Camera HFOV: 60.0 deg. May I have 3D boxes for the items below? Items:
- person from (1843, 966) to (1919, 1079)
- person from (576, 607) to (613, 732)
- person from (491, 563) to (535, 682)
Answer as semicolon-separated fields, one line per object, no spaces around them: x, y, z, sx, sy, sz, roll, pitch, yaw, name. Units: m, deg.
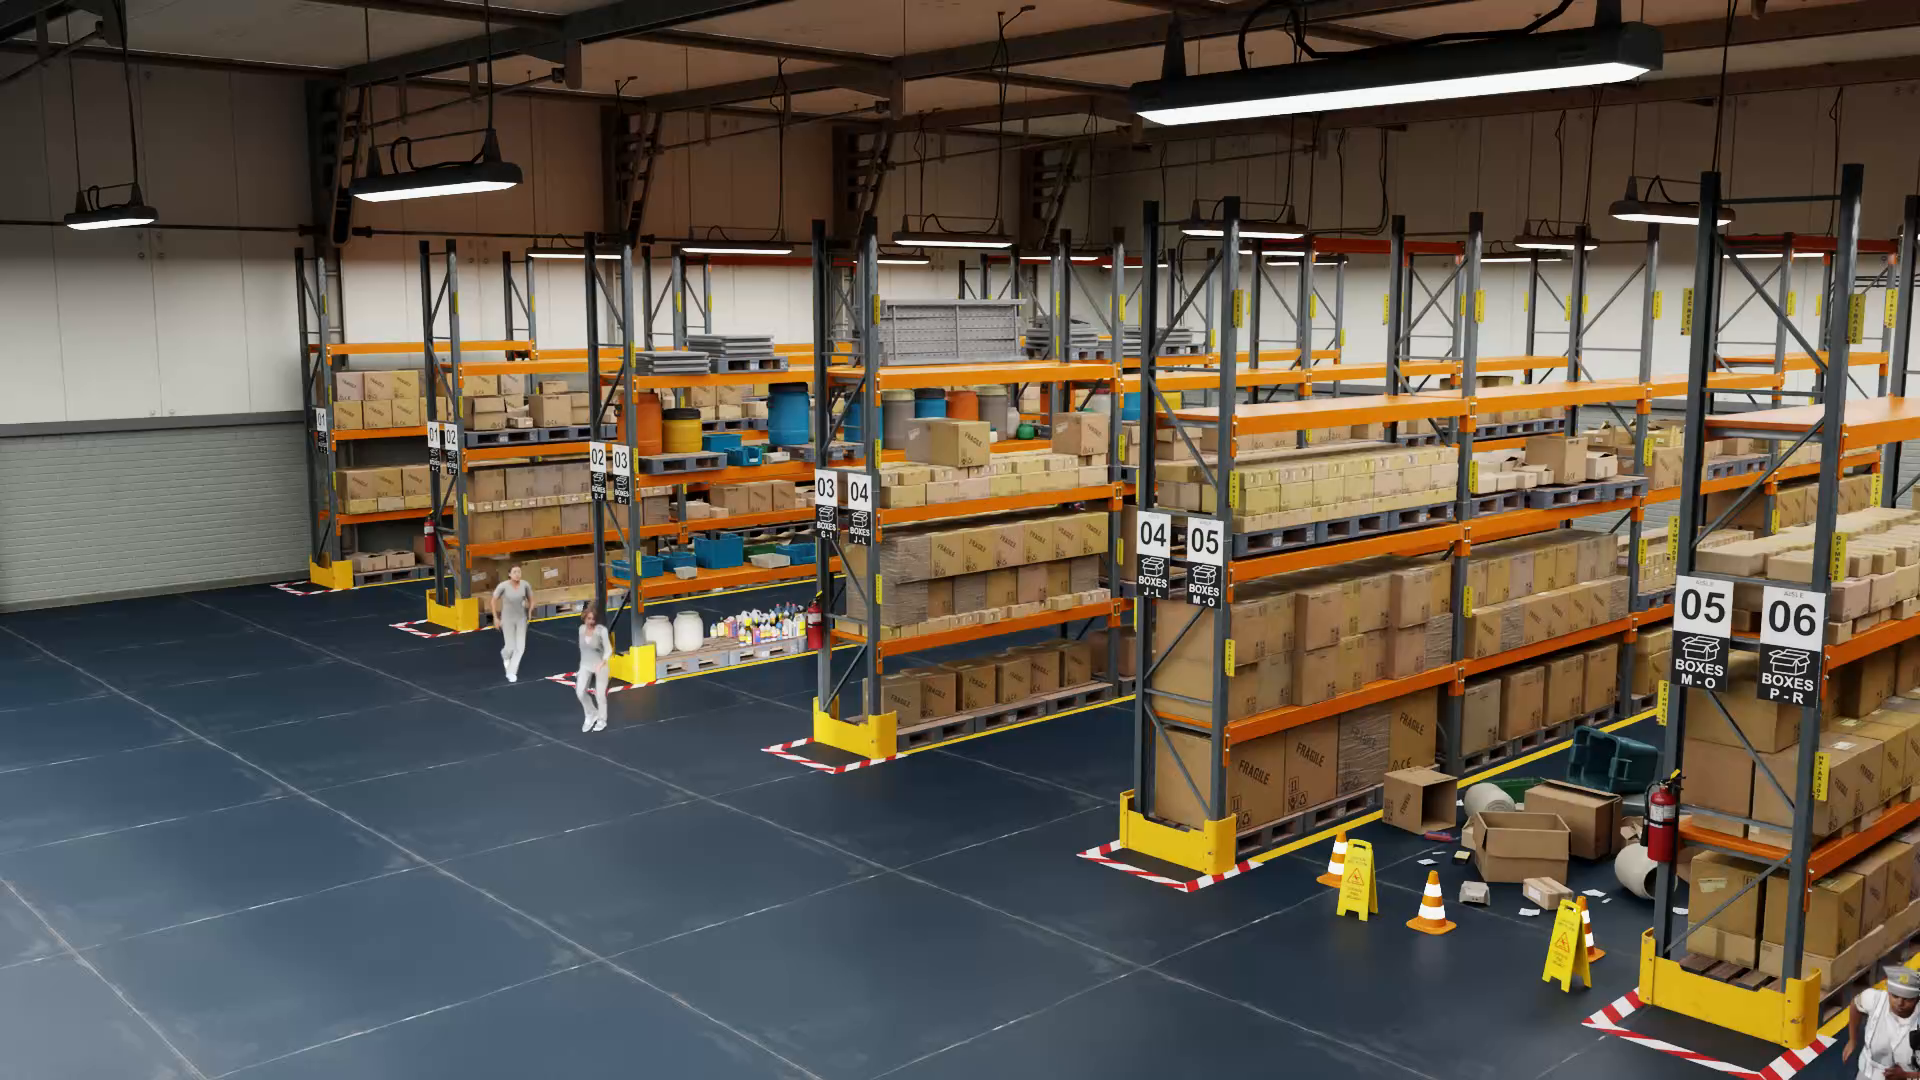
5.257;3.058;9.354;0.564;1.530;0.867;6;10;34;person
-4.308;1.555;19.588;0.514;1.515;0.775;1;8;6;person
-6.050;1.092;22.519;0.574;1.613;0.664;-5;10;-32;person
